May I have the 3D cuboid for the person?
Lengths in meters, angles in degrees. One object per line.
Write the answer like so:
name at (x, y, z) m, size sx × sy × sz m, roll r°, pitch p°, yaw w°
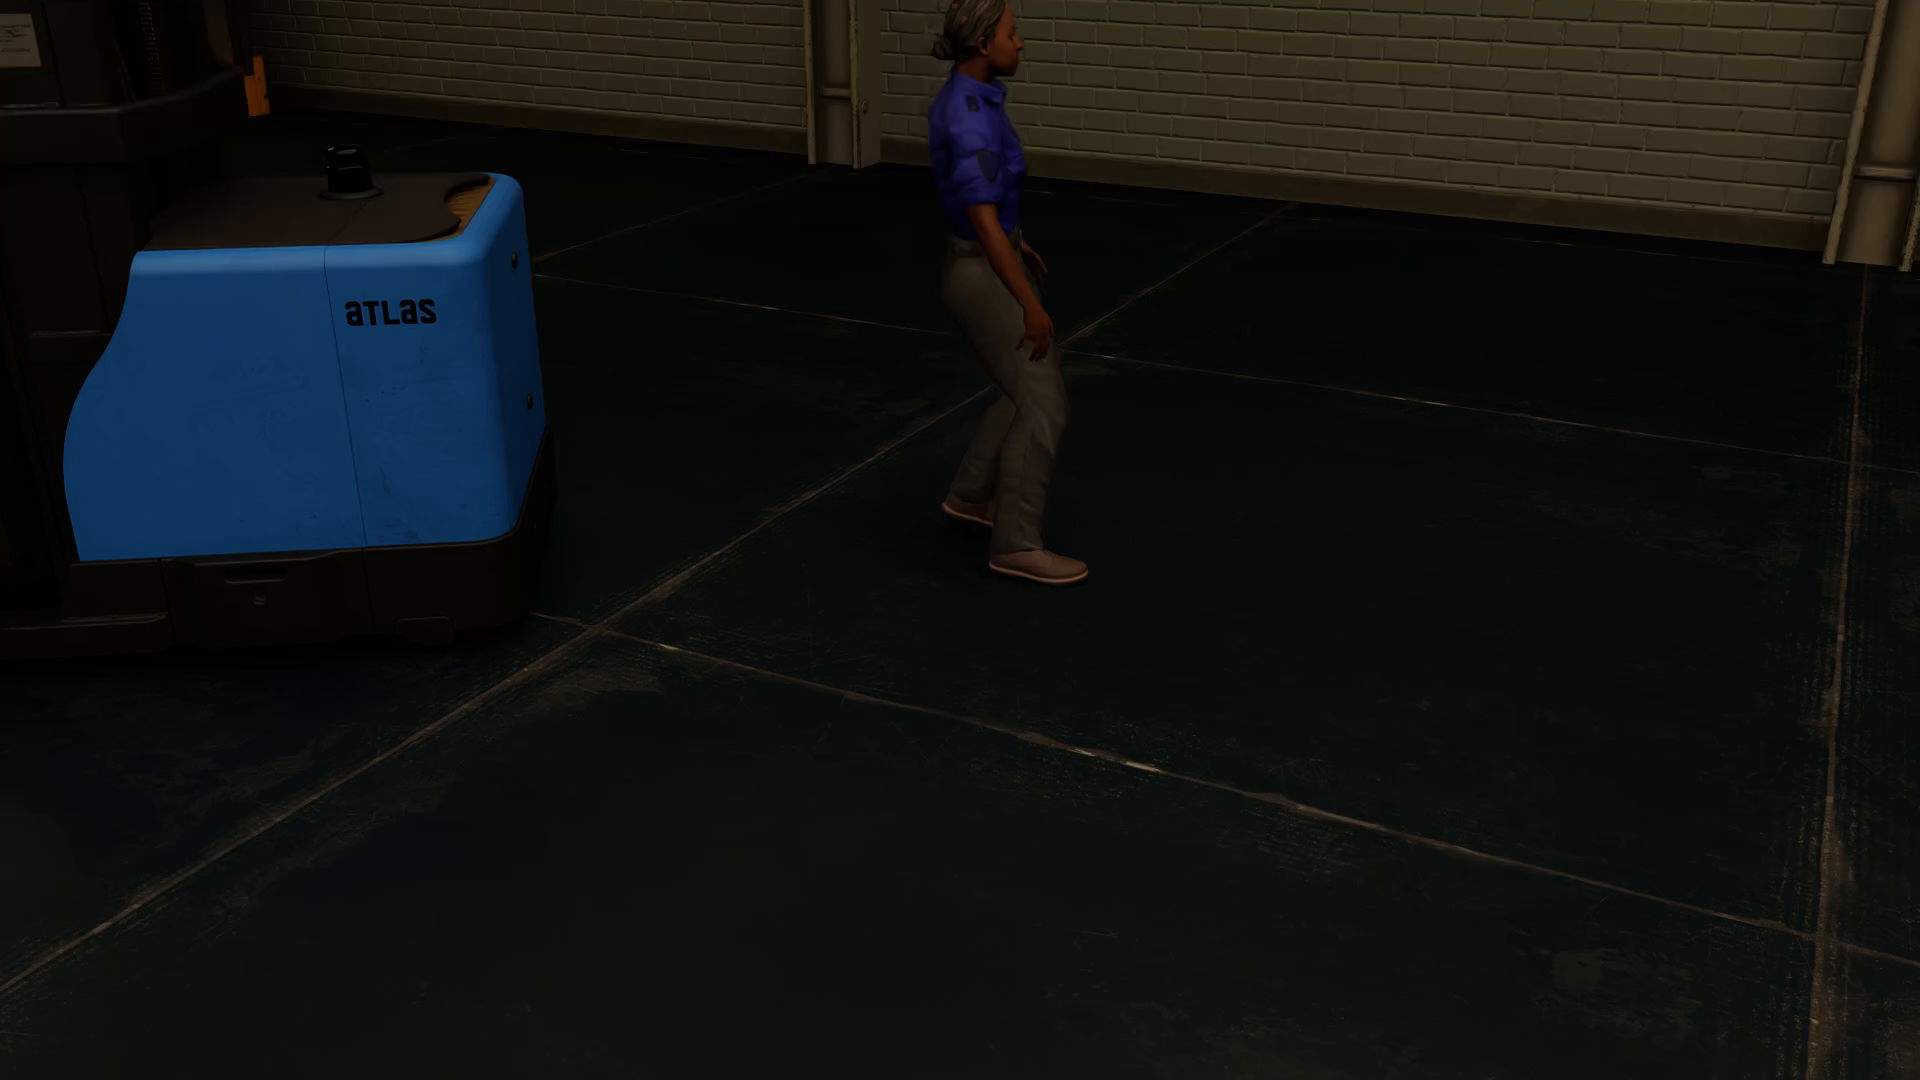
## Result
person at (0.138, -0.728, 4.735) m, size 0.449 × 1.601 × 0.671 m, roll -1°, pitch 23°, yaw -1°

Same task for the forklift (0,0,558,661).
forklift at (-2.708, -1.184, 4.102) m, size 3.031 × 2.935 × 1.130 m, roll -3°, pitch 23°, yaw -7°
